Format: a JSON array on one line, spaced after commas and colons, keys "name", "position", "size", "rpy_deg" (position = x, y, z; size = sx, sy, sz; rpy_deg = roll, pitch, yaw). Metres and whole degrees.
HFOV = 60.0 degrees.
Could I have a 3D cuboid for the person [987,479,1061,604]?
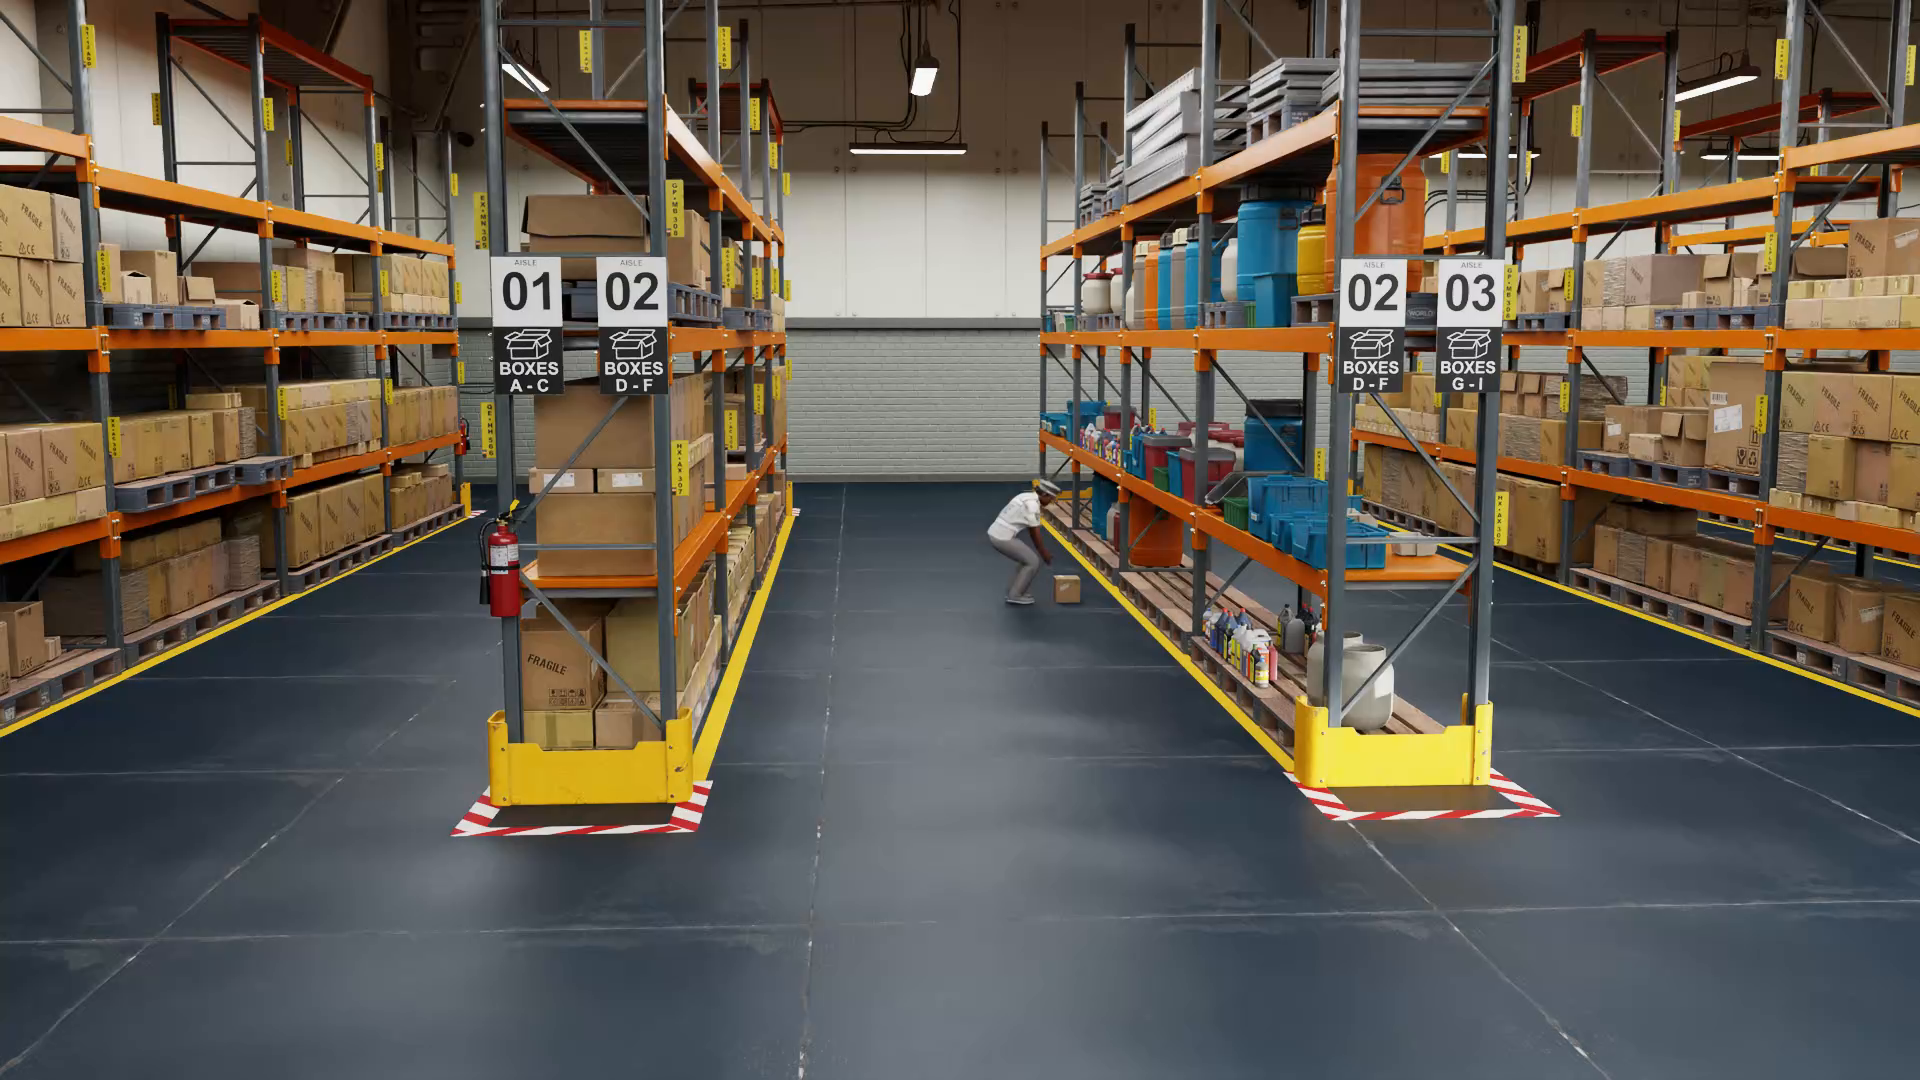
[{"name": "person", "position": [0.667, 0.010, 17.303], "size": [0.769, 1.274, 0.495], "rpy_deg": [0, 7, -4]}]
